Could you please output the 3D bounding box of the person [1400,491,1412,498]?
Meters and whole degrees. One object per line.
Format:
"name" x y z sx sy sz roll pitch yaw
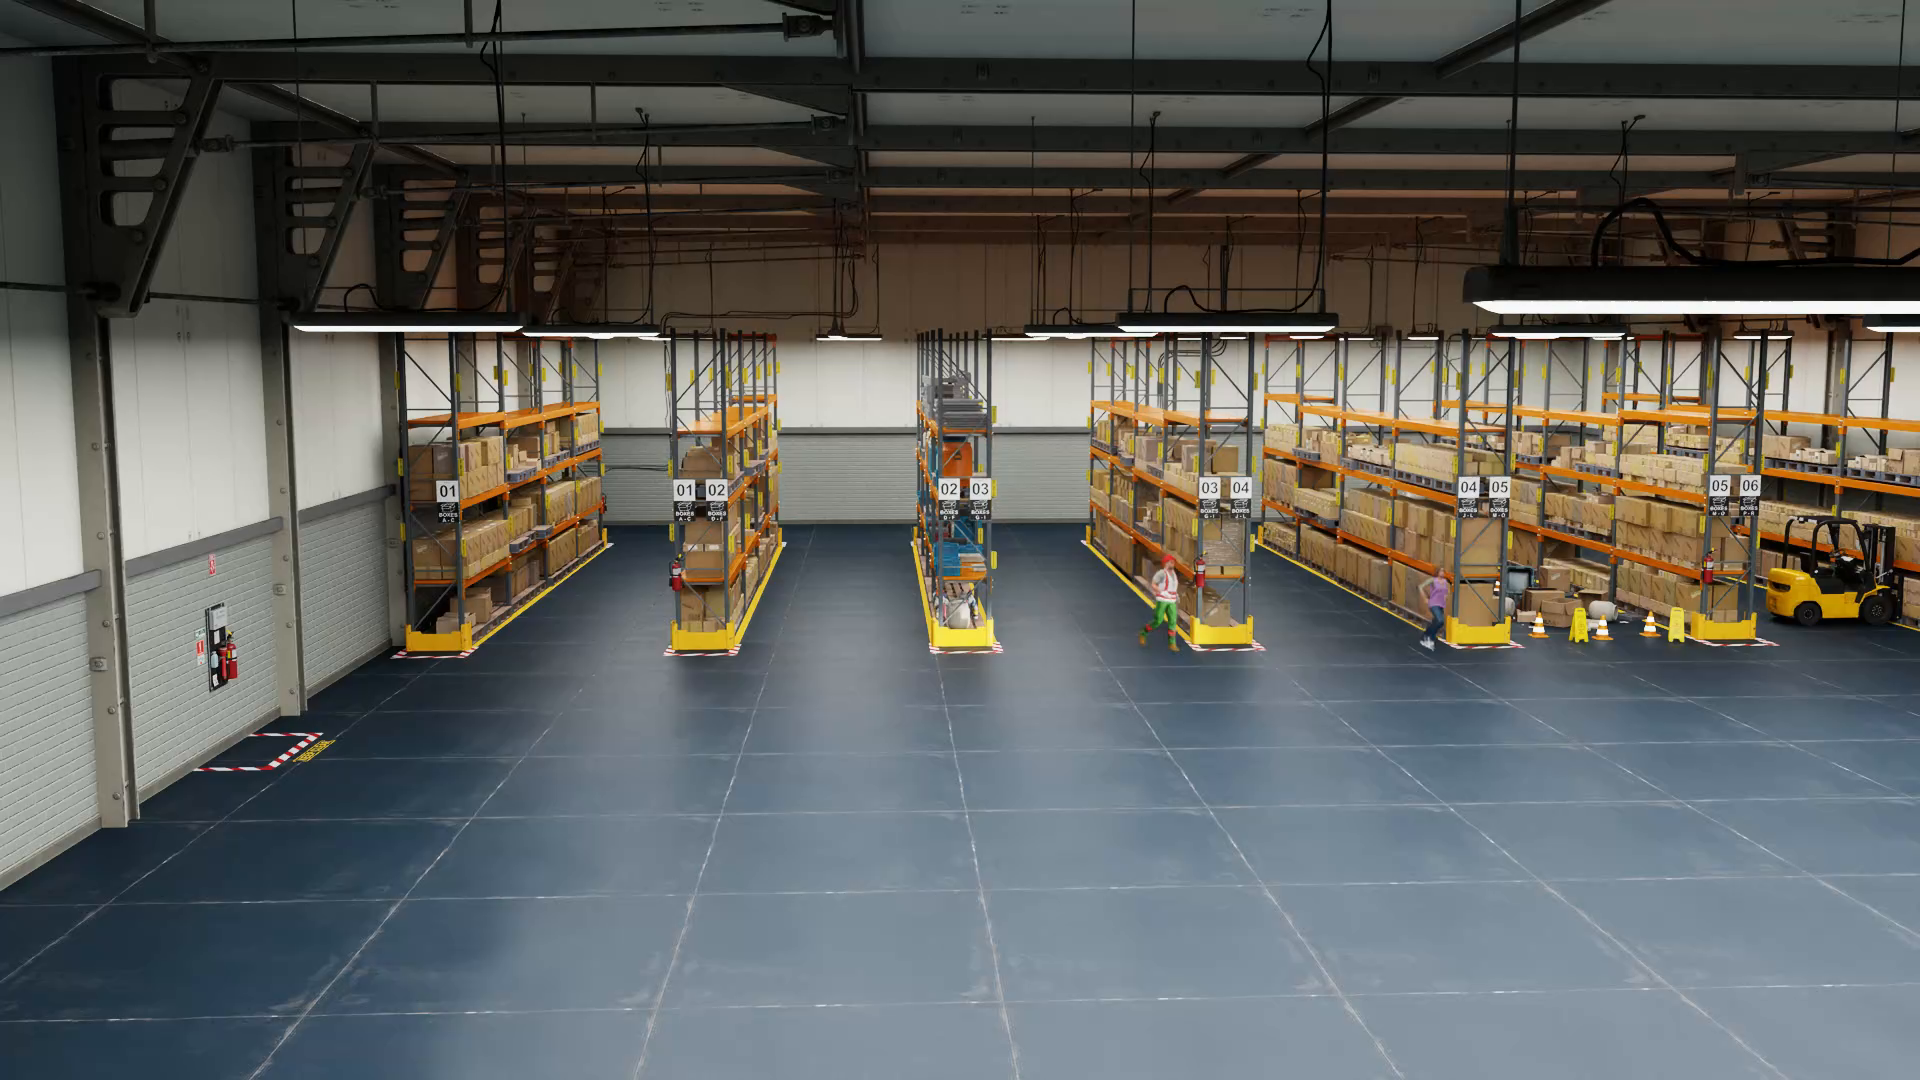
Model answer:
"person" 13.202 -0.970 49.462 0.604 1.733 0.663 0 7 1

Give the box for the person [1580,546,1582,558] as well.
"person" 15.788 -0.123 42.320 0.708 1.744 0.714 0 7 -1

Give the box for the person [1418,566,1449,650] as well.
"person" 8.950 1.268 31.268 0.529 1.577 0.615 -4 8 -32

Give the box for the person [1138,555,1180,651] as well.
"person" 3.893 1.157 31.229 0.716 1.751 0.986 -5 8 -37
